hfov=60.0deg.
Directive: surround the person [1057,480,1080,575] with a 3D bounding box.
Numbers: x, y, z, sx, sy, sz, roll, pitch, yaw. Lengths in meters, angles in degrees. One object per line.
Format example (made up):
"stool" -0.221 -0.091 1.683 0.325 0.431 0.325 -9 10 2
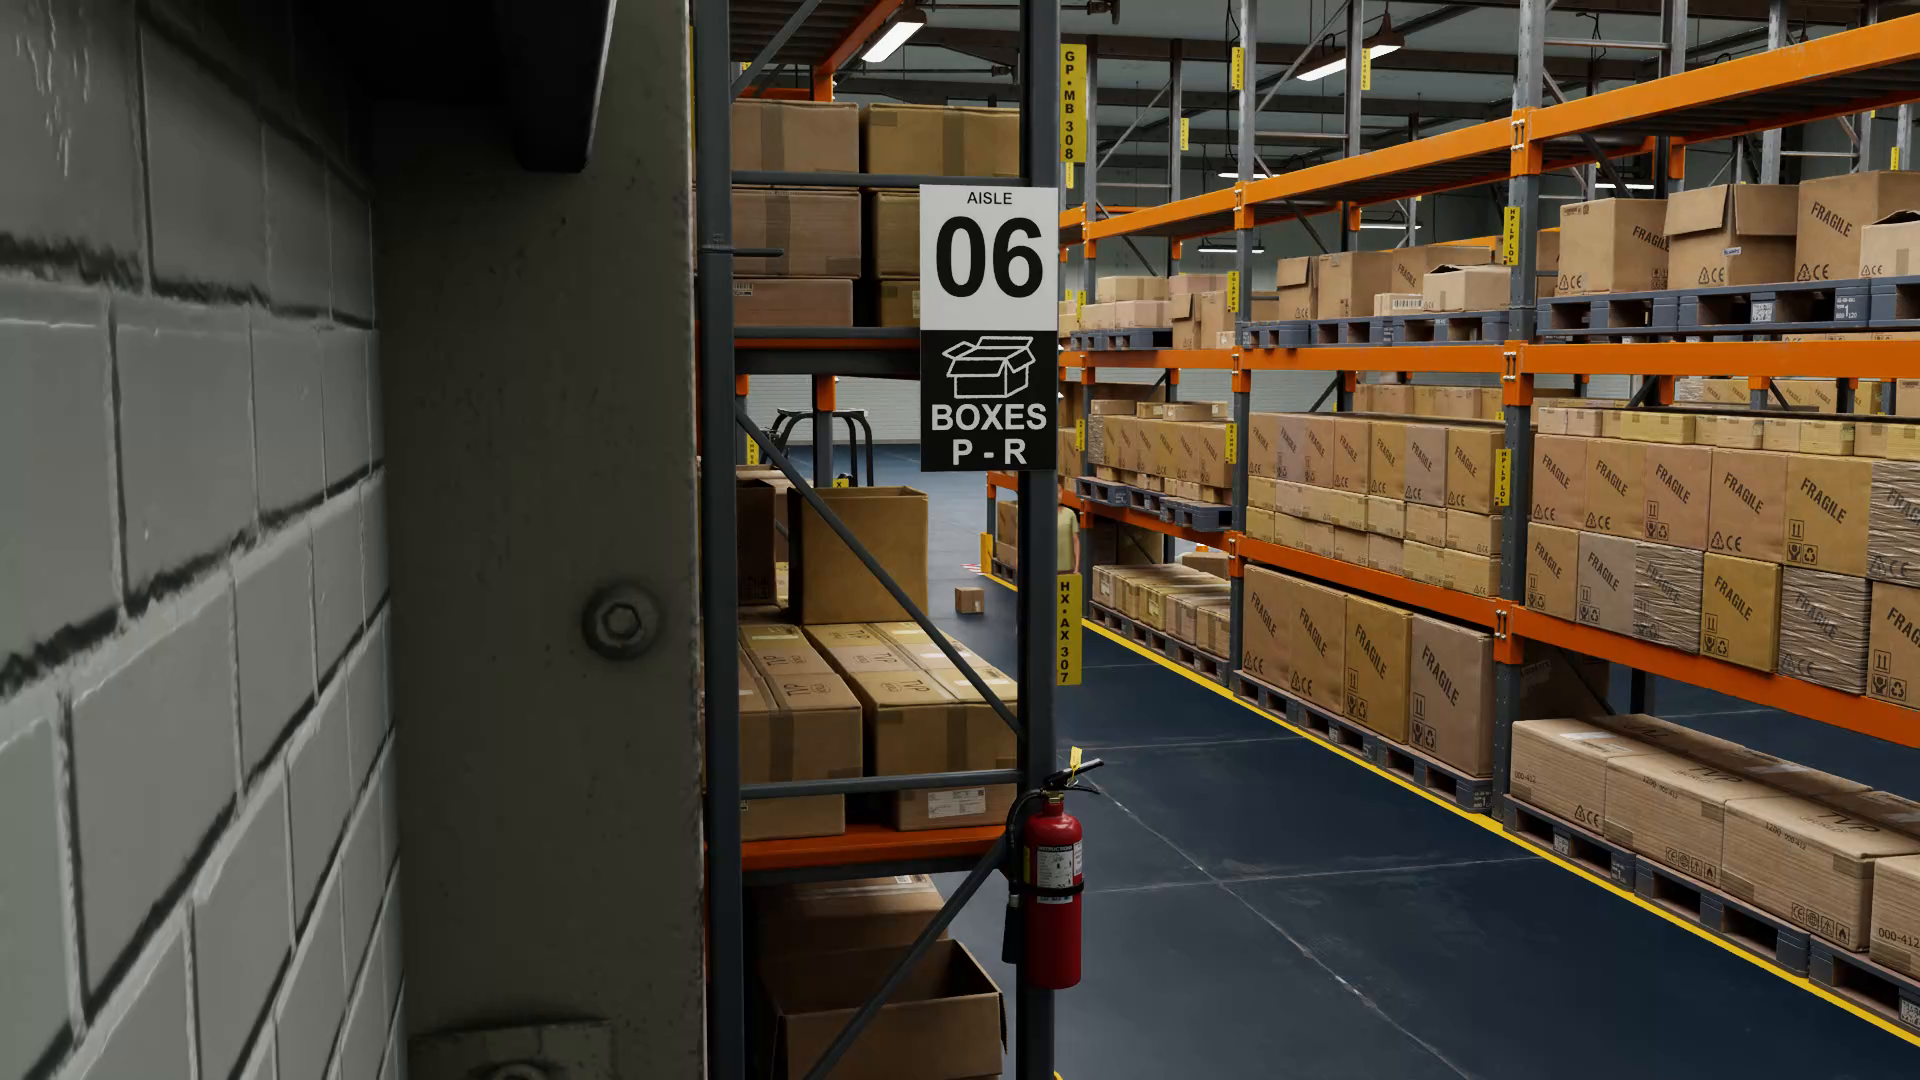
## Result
"person" 0.857 0.261 14.943 0.452 1.641 0.790 -1 6 -11
